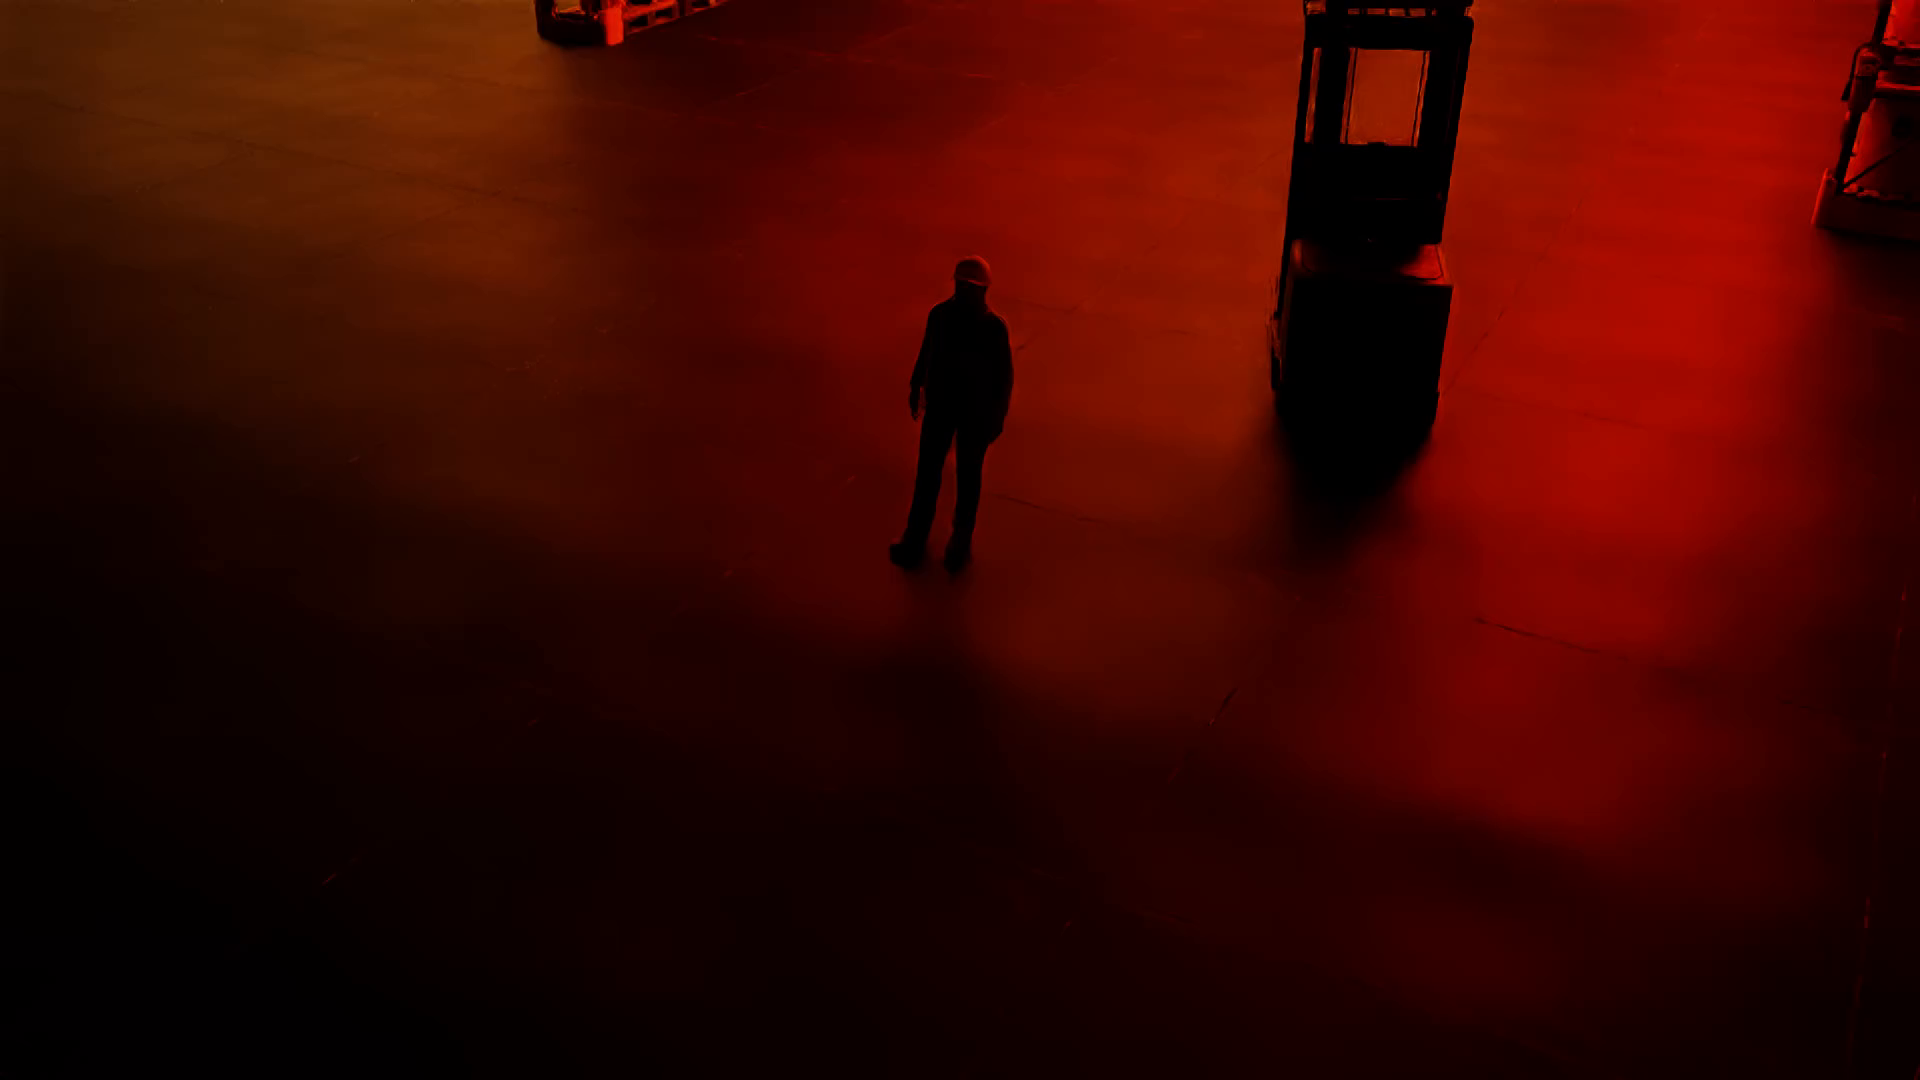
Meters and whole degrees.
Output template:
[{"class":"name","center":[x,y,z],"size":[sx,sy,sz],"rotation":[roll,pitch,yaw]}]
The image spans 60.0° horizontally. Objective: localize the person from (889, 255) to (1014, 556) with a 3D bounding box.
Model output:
[{"class":"person","center":[-0.037,-0.749,9.512],"size":[0.632,1.773,0.567],"rotation":[15,33,25]}]

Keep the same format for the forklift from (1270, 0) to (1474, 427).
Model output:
[{"class":"forklift","center":[2.910,-2.746,11.829],"size":[1.130,2.935,3.031],"rotation":[4,30,8]}]
